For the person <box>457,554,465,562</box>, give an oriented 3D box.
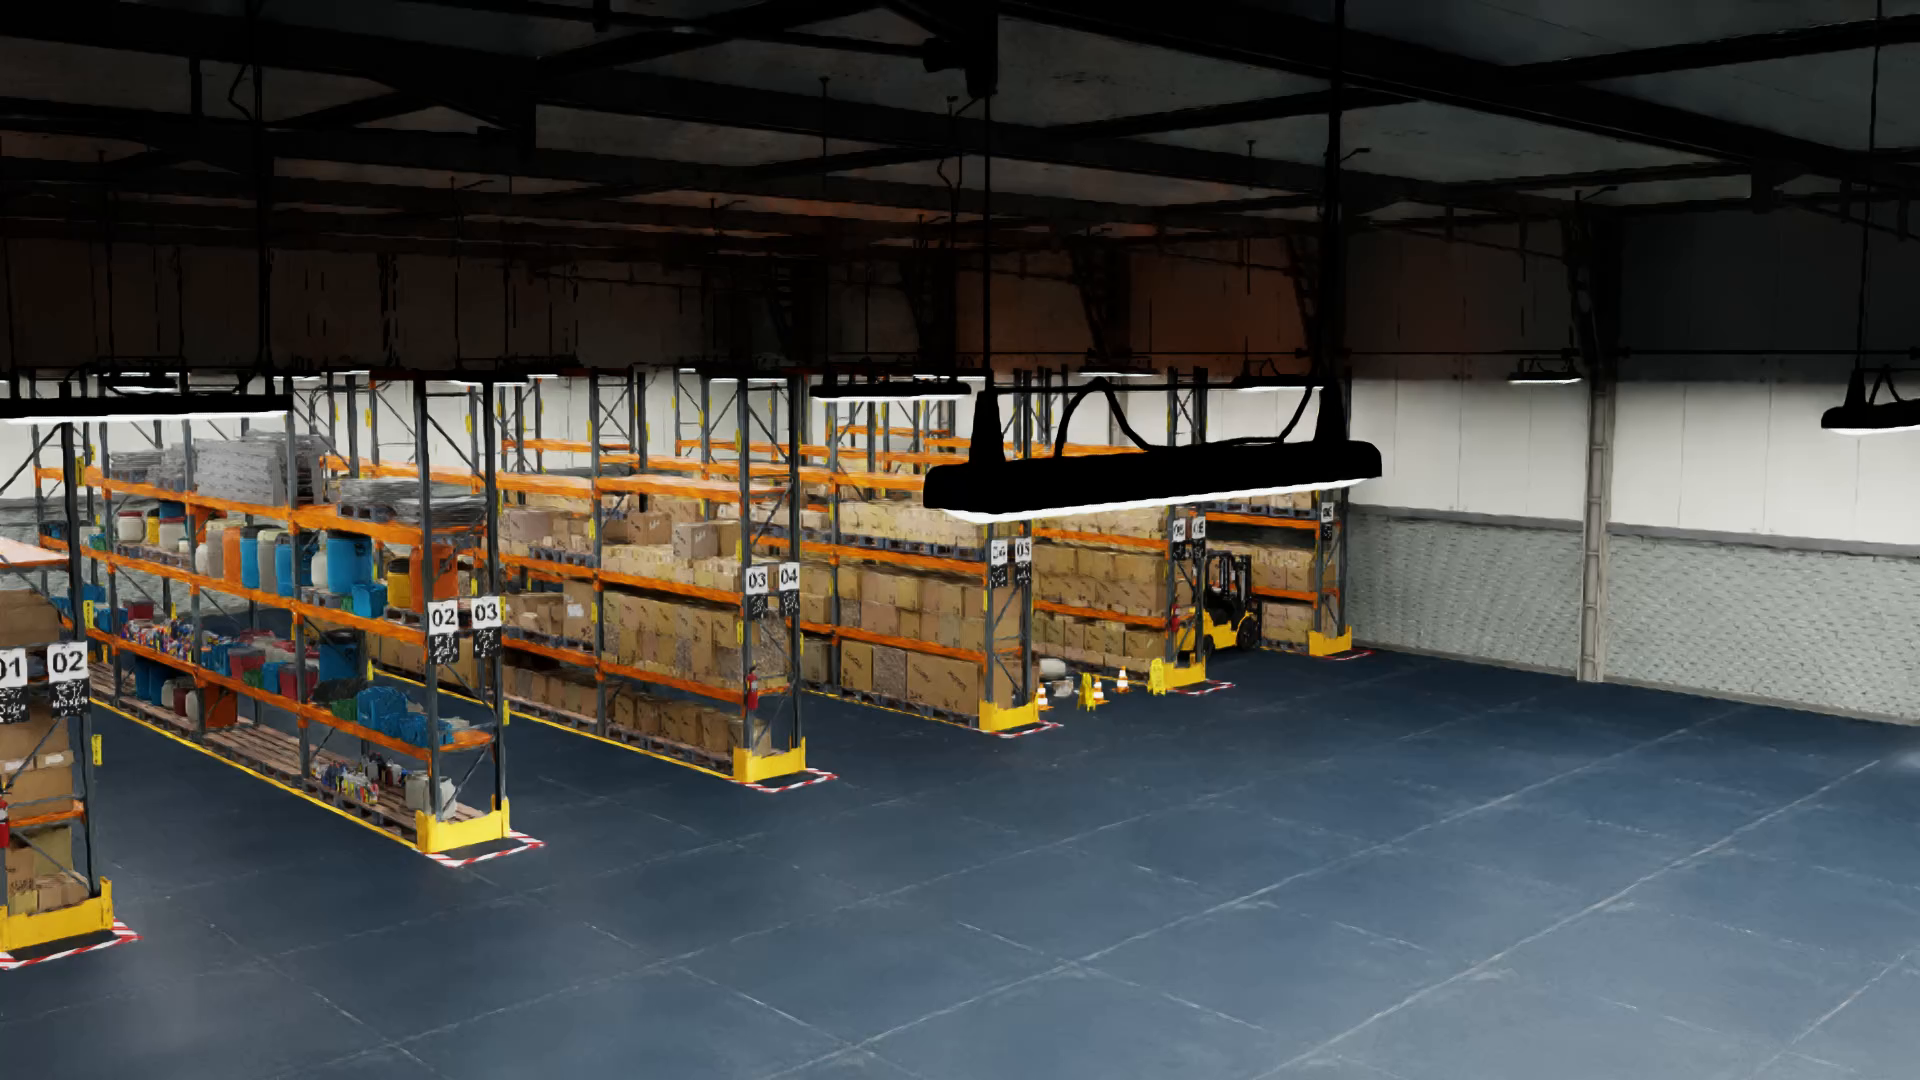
[{"bbox_3d":[-12.534,0.863,41.381,0.492,1.608,0.953,-3,7,-23],"label":"person"}]
